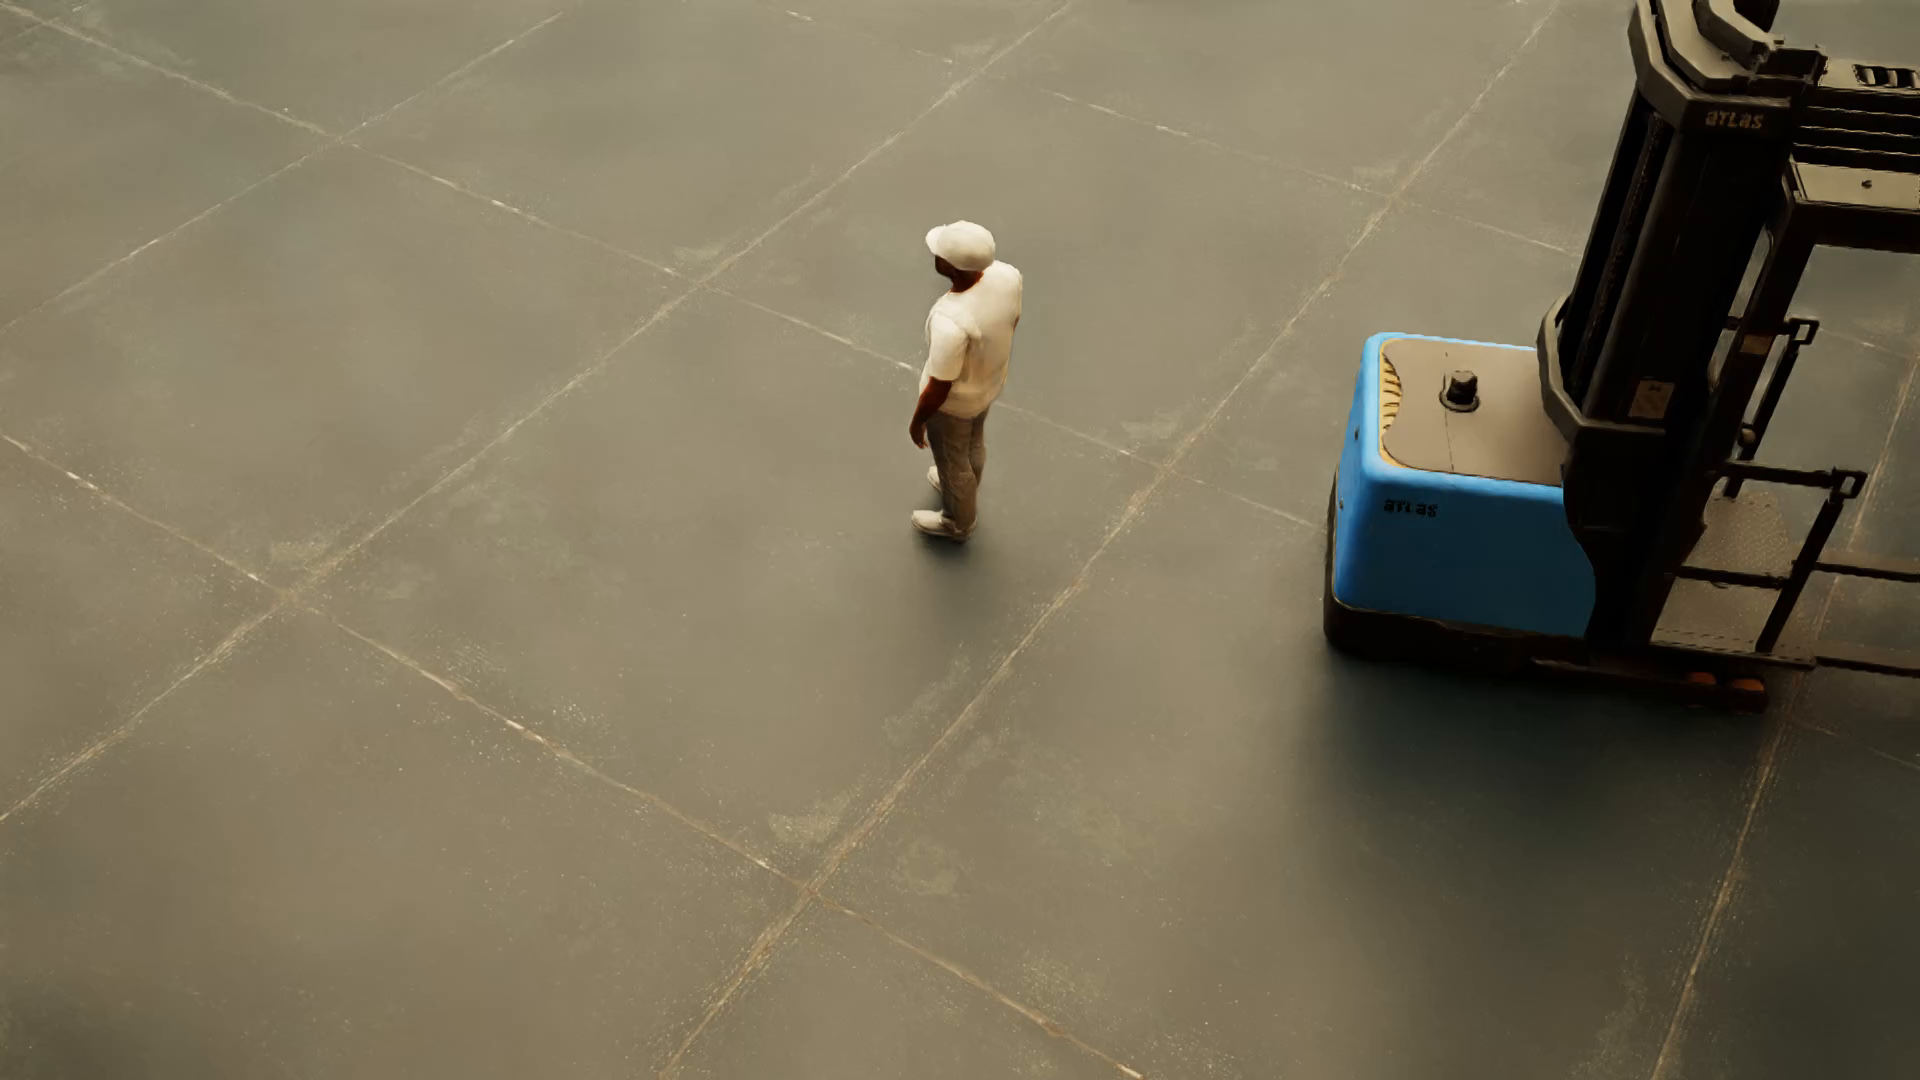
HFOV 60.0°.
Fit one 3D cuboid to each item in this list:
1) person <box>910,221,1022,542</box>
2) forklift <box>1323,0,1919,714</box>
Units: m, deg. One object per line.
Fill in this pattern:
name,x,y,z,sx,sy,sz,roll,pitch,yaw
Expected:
person,-0.056,-0.704,7.369,0.576,1.766,0.665,24,48,23
forklift,3.197,-0.709,6.597,3.031,2.935,1.130,7,44,8
